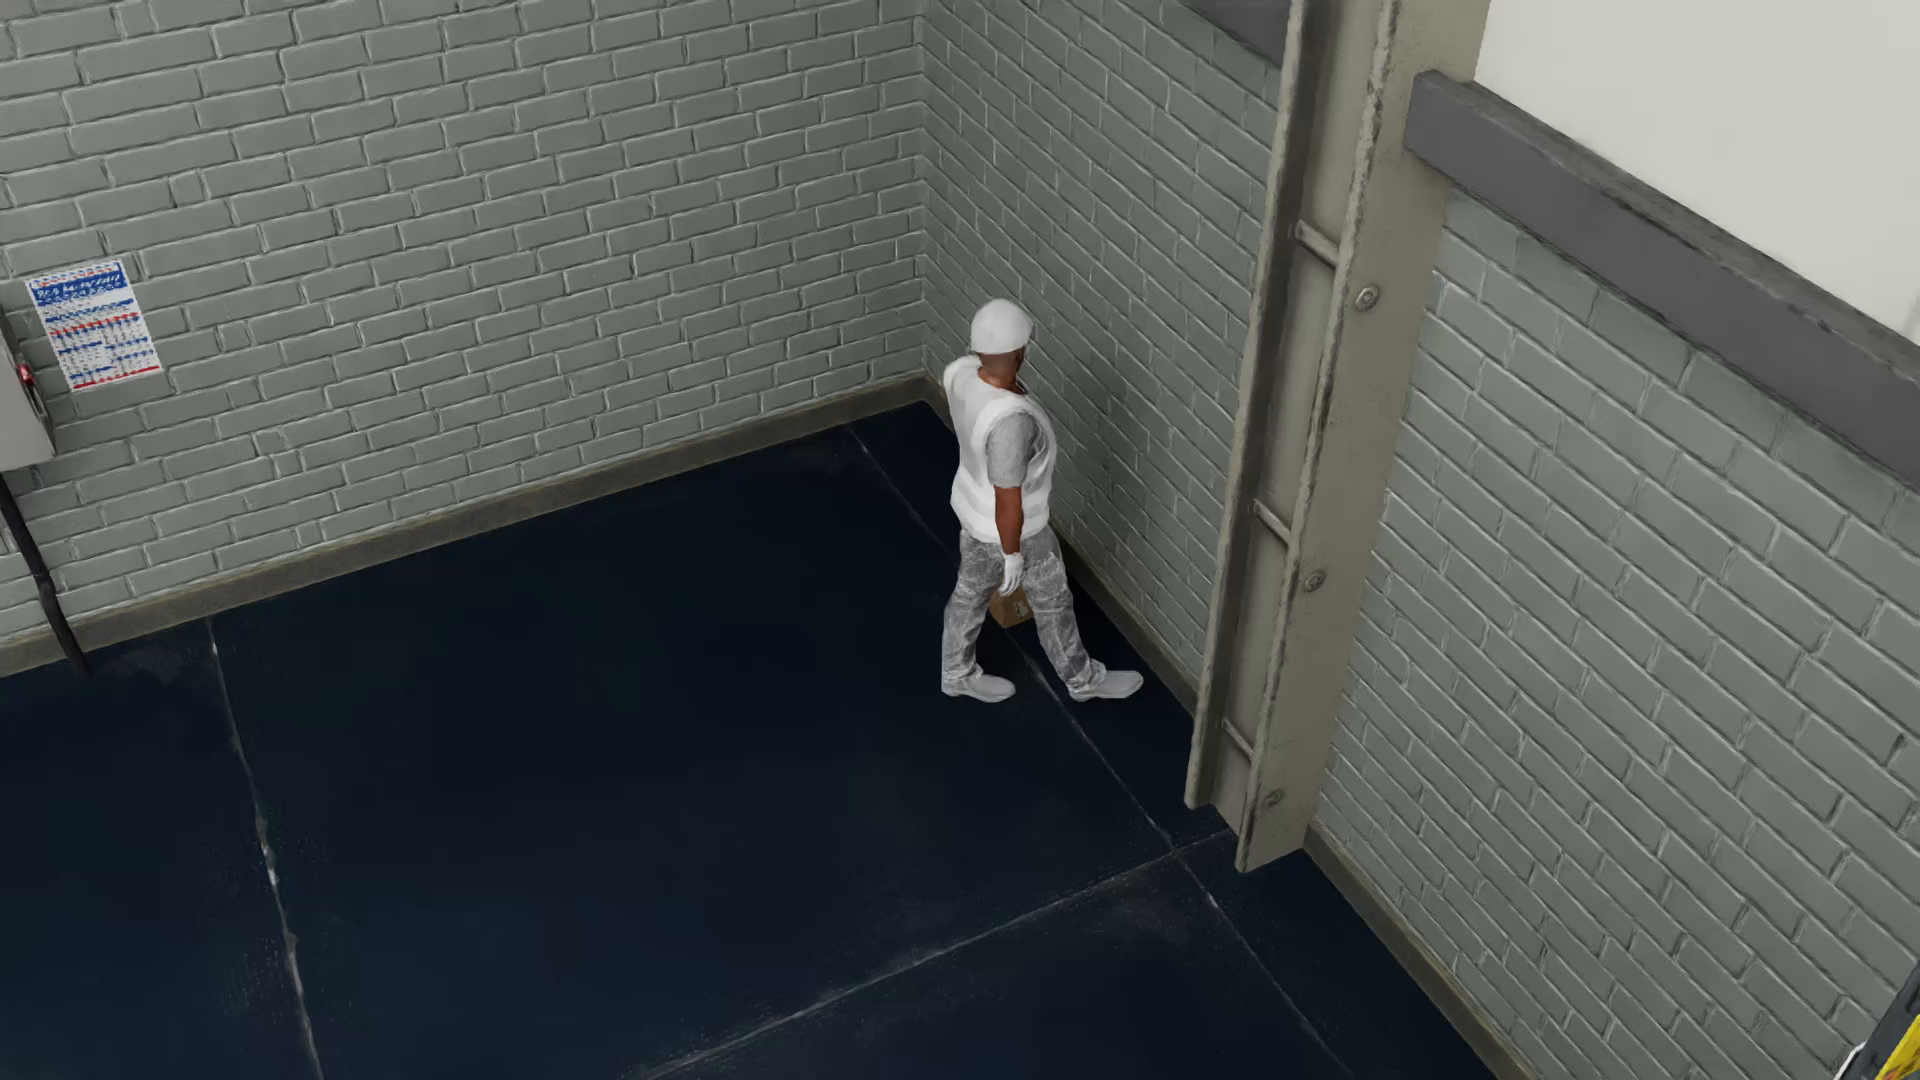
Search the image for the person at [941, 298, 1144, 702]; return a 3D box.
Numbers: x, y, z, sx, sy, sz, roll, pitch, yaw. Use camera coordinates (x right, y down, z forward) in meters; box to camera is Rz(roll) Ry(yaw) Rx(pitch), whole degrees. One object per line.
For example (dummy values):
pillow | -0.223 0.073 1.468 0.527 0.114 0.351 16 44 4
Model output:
person | 0.288 -0.117 6.272 0.754 1.763 0.658 -14 43 -16
